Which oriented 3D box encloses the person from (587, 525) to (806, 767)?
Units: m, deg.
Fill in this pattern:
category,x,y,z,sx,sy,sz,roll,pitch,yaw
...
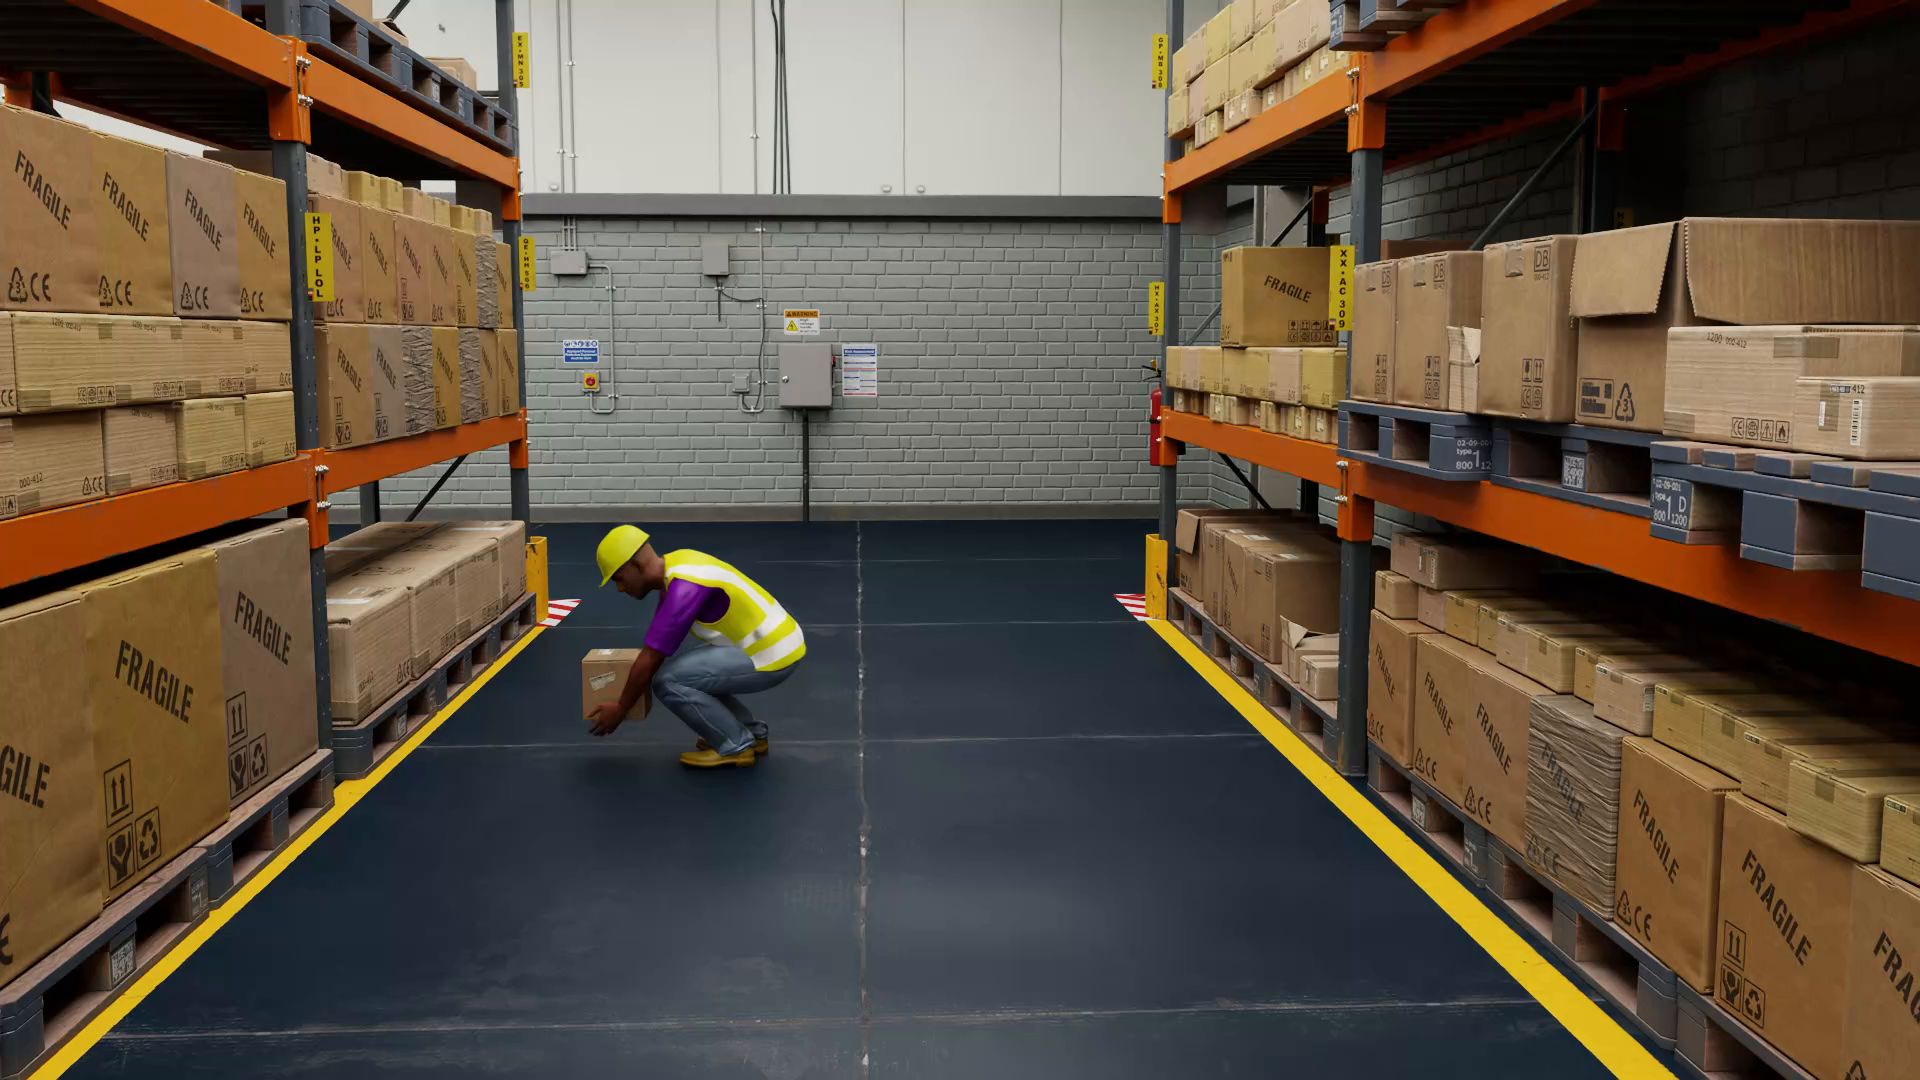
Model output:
category,x,y,z,sx,sy,sz,roll,pitch,yaw
person,-1.078,0.427,6.841,0.885,0.997,0.588,0,7,-4
